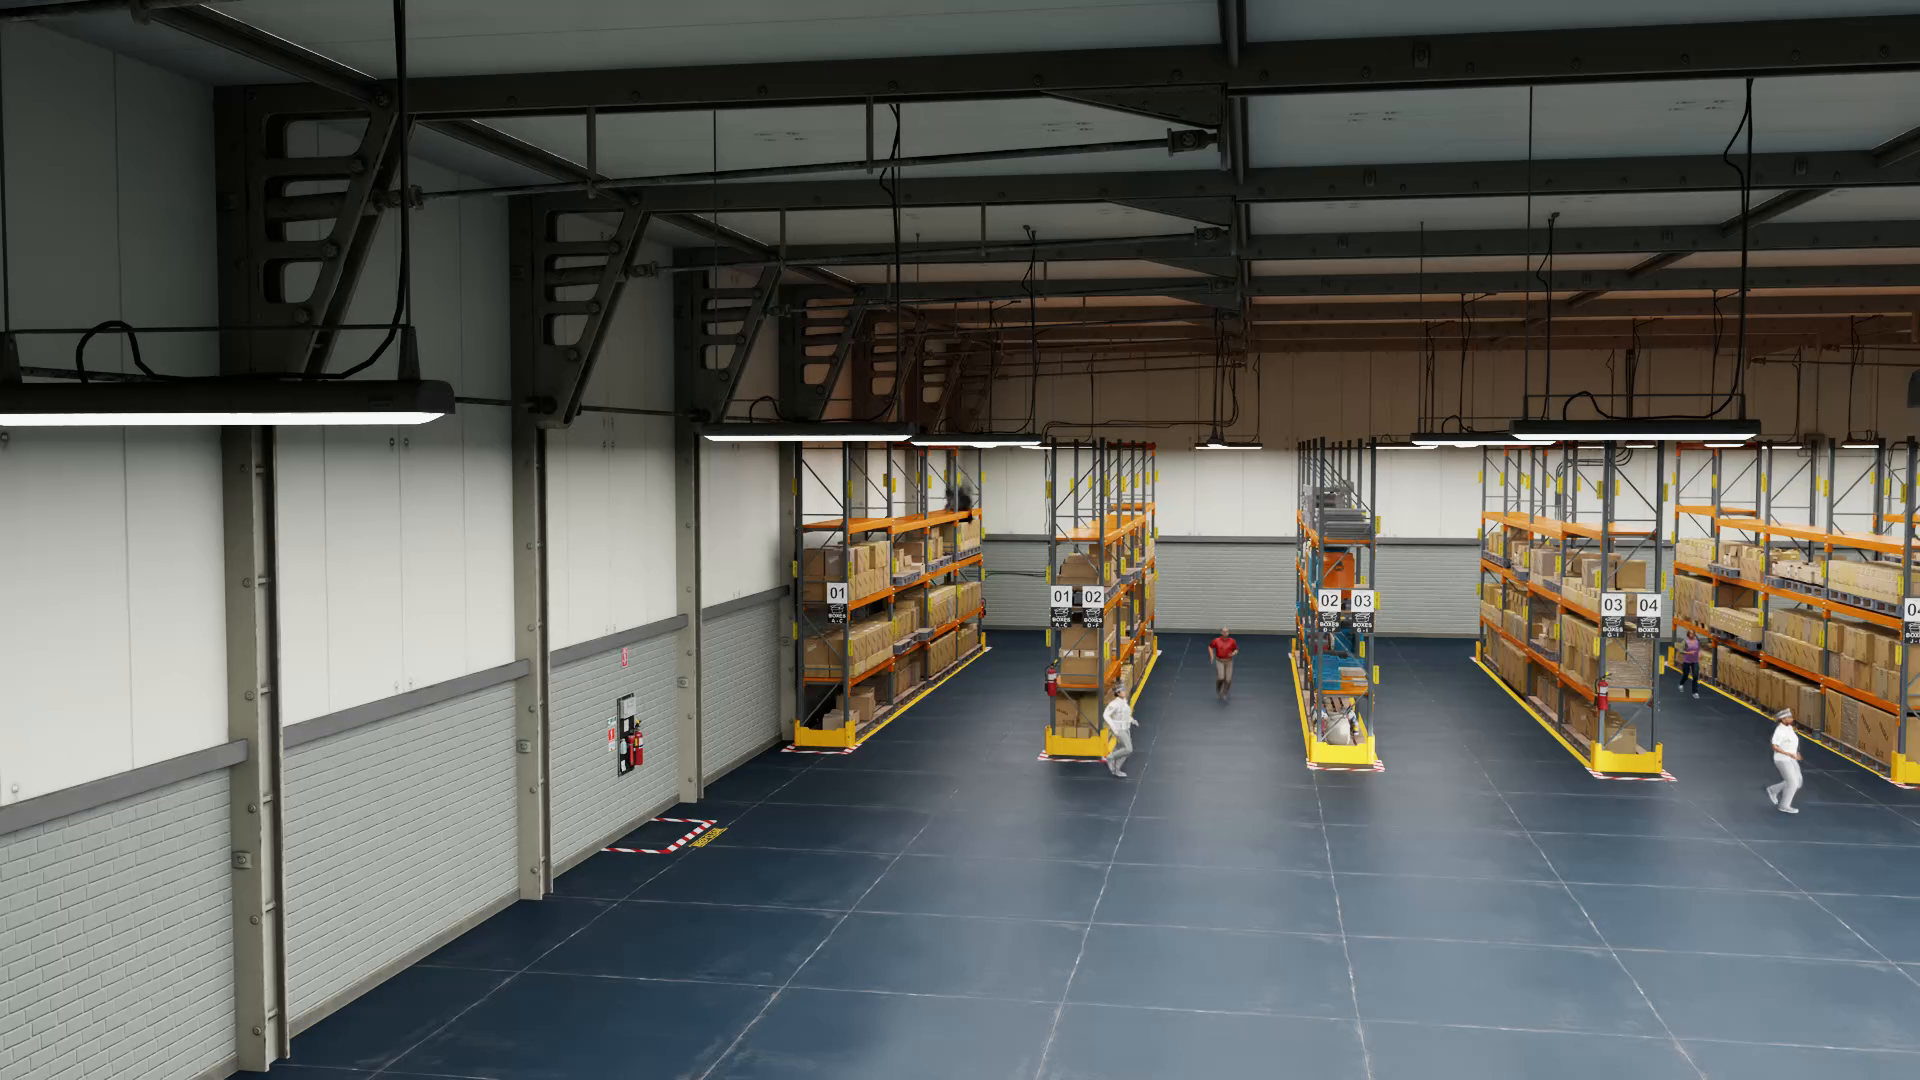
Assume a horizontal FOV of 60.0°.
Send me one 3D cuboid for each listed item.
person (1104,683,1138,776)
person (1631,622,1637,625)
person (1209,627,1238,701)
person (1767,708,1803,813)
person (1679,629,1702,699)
[{"bbox_3d":[2.868,3.343,29.298,0.543,1.654,0.617,2,4,34],"label":"person"},{"bbox_3d":[17.652,2.496,43.891,0.764,1.748,1.009,2,4,31],"label":"person"},{"bbox_3d":[6.058,2.851,38.121,0.642,1.706,0.666,0,3,-1],"label":"person"},{"bbox_3d":[13.118,3.497,26.454,0.573,1.646,0.583,-3,4,-43],"label":"person"},{"bbox_3d":[17.052,2.865,38.813,0.549,1.581,0.861,0,3,4],"label":"person"}]
